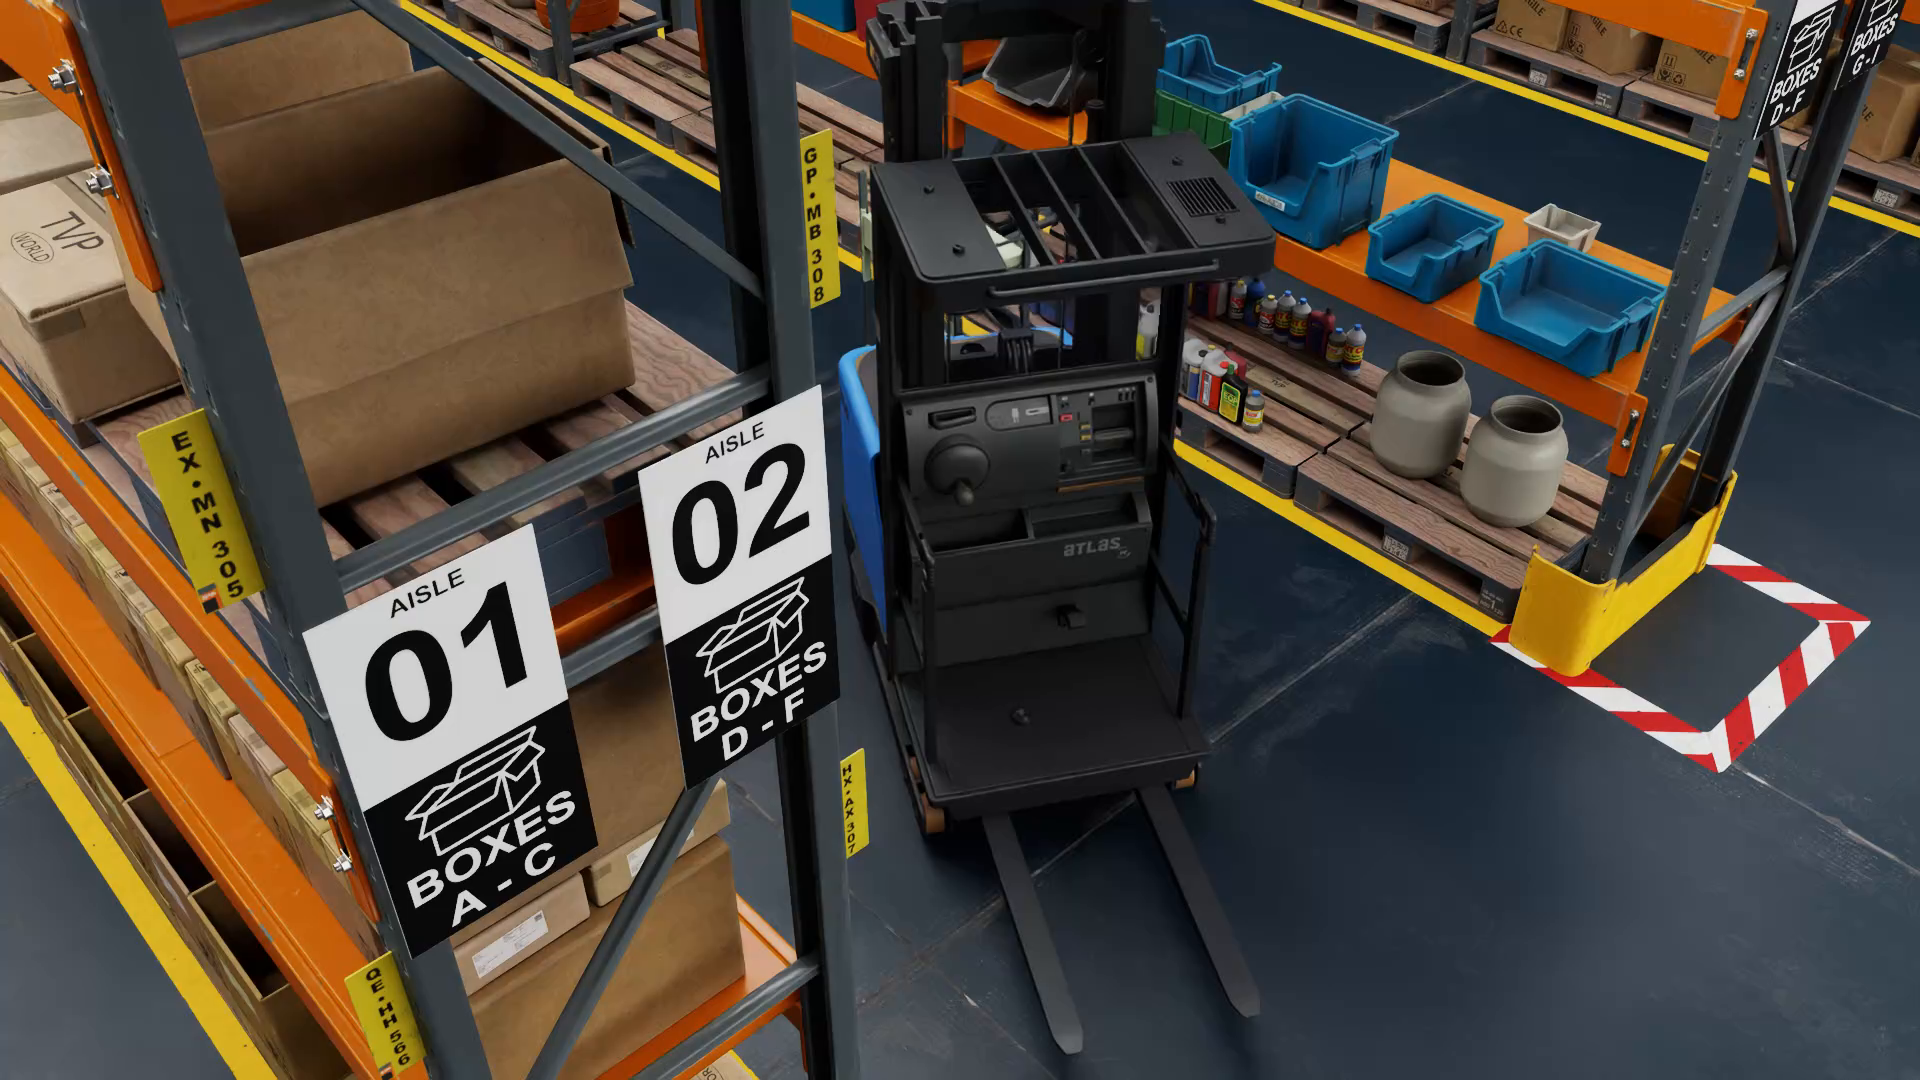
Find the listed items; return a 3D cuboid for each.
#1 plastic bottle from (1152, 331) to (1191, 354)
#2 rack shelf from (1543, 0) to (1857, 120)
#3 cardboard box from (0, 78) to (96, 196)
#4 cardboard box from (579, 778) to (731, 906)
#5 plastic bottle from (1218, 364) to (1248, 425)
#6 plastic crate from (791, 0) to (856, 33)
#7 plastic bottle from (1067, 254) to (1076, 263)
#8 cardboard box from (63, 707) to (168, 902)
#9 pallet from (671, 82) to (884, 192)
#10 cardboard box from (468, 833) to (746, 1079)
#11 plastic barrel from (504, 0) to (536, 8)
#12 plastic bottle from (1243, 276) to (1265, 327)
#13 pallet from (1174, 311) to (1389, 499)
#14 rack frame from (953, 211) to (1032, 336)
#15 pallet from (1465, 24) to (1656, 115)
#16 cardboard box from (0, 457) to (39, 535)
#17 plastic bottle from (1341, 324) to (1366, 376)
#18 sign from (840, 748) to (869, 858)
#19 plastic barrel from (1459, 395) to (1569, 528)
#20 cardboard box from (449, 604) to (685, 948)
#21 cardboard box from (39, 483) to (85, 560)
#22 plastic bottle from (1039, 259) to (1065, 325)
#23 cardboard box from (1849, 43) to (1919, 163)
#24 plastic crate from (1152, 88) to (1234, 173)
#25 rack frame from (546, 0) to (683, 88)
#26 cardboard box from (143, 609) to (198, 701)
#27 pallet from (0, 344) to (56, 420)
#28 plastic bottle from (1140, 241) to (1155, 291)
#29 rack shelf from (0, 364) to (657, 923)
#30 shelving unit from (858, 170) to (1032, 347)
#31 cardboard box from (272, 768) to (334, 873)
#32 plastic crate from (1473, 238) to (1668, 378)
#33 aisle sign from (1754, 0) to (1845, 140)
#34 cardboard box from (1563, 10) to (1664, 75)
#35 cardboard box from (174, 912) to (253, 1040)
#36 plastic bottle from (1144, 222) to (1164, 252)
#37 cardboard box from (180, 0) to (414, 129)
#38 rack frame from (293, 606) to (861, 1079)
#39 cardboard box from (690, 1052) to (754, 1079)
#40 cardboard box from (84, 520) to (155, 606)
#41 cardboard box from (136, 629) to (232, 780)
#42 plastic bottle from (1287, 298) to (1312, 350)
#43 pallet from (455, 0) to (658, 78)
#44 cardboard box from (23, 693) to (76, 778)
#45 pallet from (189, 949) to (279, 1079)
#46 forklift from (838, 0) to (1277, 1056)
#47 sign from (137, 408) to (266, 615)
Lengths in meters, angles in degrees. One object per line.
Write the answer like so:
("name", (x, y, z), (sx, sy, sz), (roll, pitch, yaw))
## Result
("plastic bottle", (1.058, -0.955, 8.304), (0.144, 0.351, 0.185), (-28, 47, -30))
("rack shelf", (1.630, -2.696, 6.886), (1.077, 0.370, 4.000), (-30, 48, -32))
("cardboard box", (-2.018, -0.809, 3.602), (0.500, 0.311, 0.500), (-24, 45, -27))
("cardboard box", (-0.775, 0.655, 3.956), (0.380, 0.149, 0.250), (-30, 48, -32))
("plastic bottle", (1.325, -0.708, 8.051), (0.061, 0.283, 0.133), (-29, 47, -31))
("plastic crate", (-0.698, -3.107, 9.222), (0.392, 0.384, 0.575), (-30, 48, -32))
("plastic bottle", (0.624, -1.387, 8.838), (0.144, 0.351, 0.185), (-30, 48, -32))
("cardboard box", (-2.614, 0.793, 5.638), (0.500, 0.500, 0.500), (-30, 48, -32))
("pallet", (-1.112, -2.562, 10.754), (1.003, 0.211, 1.213), (-30, 48, -32))
("cardboard box", (-0.975, 0.959, 4.095), (0.700, 0.500, 0.500), (-30, 48, -32))
("plastic barrel", (-3.219, -4.224, 12.239), (0.421, 0.512, 0.421), (0, 39, 0))
("plastic bottle", (1.549, -1.264, 8.748), (0.097, 0.271, 0.097), (0, 39, 0))
("pallet", (1.530, -0.757, 8.519), (1.003, 0.211, 1.213), (-30, 48, -32))
("rack frame", (0.138, -0.746, 7.480), (0.400, 1.500, 0.023), (-24, 45, -27))
("pallet", (4.406, -3.459, 11.865), (1.003, 0.211, 1.213), (-30, 48, -32))
("cardboard box", (-3.069, -0.468, 5.862), (0.700, 0.500, 0.500), (-31, 48, -33))
("plastic bottle", (1.986, -0.965, 8.379), (0.097, 0.271, 0.097), (0, 39, 0))
("sign", (-0.256, 0.619, 3.844), (0.100, 0.325, 0.005), (-30, 48, -32))
("plastic barrel", (2.481, -0.351, 7.443), (0.421, 0.512, 0.421), (0, 39, 0))
("cardboard box", (-1.011, 0.430, 3.718), (0.700, 0.500, 0.500), (-30, 48, -32))
("cardboard box", (-2.460, -0.122, 4.917), (0.380, 0.149, 0.250), (-31, 48, -33))
("plastic bottle", (0.518, -1.326, 8.762), (0.144, 0.351, 0.185), (-29, 47, -31))
("cardboard box", (5.791, -2.738, 10.407), (0.500, 0.500, 0.500), (-18, 42, -21))
("plastic crate", (0.987, -1.904, 7.889), (0.450, 0.188, 0.662), (-30, 48, -32))
("rack frame", (-2.428, -4.586, 11.041), (1.000, 3.000, 0.127), (-30, 48, -32))
("cardboard box", (-1.944, 0.234, 4.477), (0.380, 0.149, 0.250), (-29, 47, -31))
("pallet", (-1.957, -0.816, 4.056), (1.003, 0.211, 1.213), (-30, 48, -32))
("plastic bottle", (0.963, -1.507, 9.047), (0.152, 0.276, 0.135), (-30, 48, -32))
("rack shelf", (-2.021, -0.593, 4.282), (1.077, 0.370, 4.000), (-30, 48, -32))
("shelving unit", (-0.074, -0.934, 7.712), (0.431, 1.500, 0.755), (-24, 45, -27))
("cardboard box", (-1.418, 0.594, 4.032), (0.380, 0.149, 0.250), (-31, 48, -32))
("plastic crate", (2.424, -0.930, 6.633), (0.499, 0.251, 0.616), (-30, 48, -32))
("aisle sign", (2.812, -1.735, 5.442), (0.394, 0.787, 0.004), (-30, 48, -32))
("cardboard box", (4.560, -3.567, 11.434), (0.500, 0.500, 0.500), (-16, 42, -19))
("cardboard box", (-2.272, 1.314, 5.590), (0.500, 0.250, 0.500), (-30, 48, -32))
("plastic bottle", (1.055, -1.611, 9.116), (0.185, 0.351, 0.144), (32, 49, 33))
("cardboard box", (-1.590, -1.089, 3.798), (0.500, 0.500, 0.500), (-30, 48, -32))
("rack frame", (-0.668, 1.220, 3.853), (1.000, 3.000, 0.127), (-30, 48, -32))
("cardboard box", (-0.867, 1.783, 5.009), (0.500, 0.250, 0.500), (-30, 48, -32))
("cardboard box", (-2.051, -0.276, 4.592), (0.700, 0.500, 0.500), (-30, 48, -32))
("cardboard box", (-2.024, 0.244, 4.981), (0.700, 0.500, 0.500), (-28, 47, -31))
("plastic bottle", (1.754, -1.124, 8.575), (0.097, 0.271, 0.097), (0, 39, 0))
("pallet", (-2.992, -3.848, 12.347), (1.003, 0.211, 1.213), (-30, 48, -32))
("cardboard box", (-3.284, 0.618, 6.451), (0.500, 0.250, 0.500), (-30, 48, -32))
("pallet", (-2.038, 1.404, 5.844), (1.003, 0.211, 1.213), (-30, 48, -32))
("forklift", (0.310, -0.284, 5.769), (1.130, 2.935, 3.031), (-9, 40, -10))
("sign", (-1.078, -0.037, 2.379), (0.100, 0.325, 0.005), (-30, 48, -32))
